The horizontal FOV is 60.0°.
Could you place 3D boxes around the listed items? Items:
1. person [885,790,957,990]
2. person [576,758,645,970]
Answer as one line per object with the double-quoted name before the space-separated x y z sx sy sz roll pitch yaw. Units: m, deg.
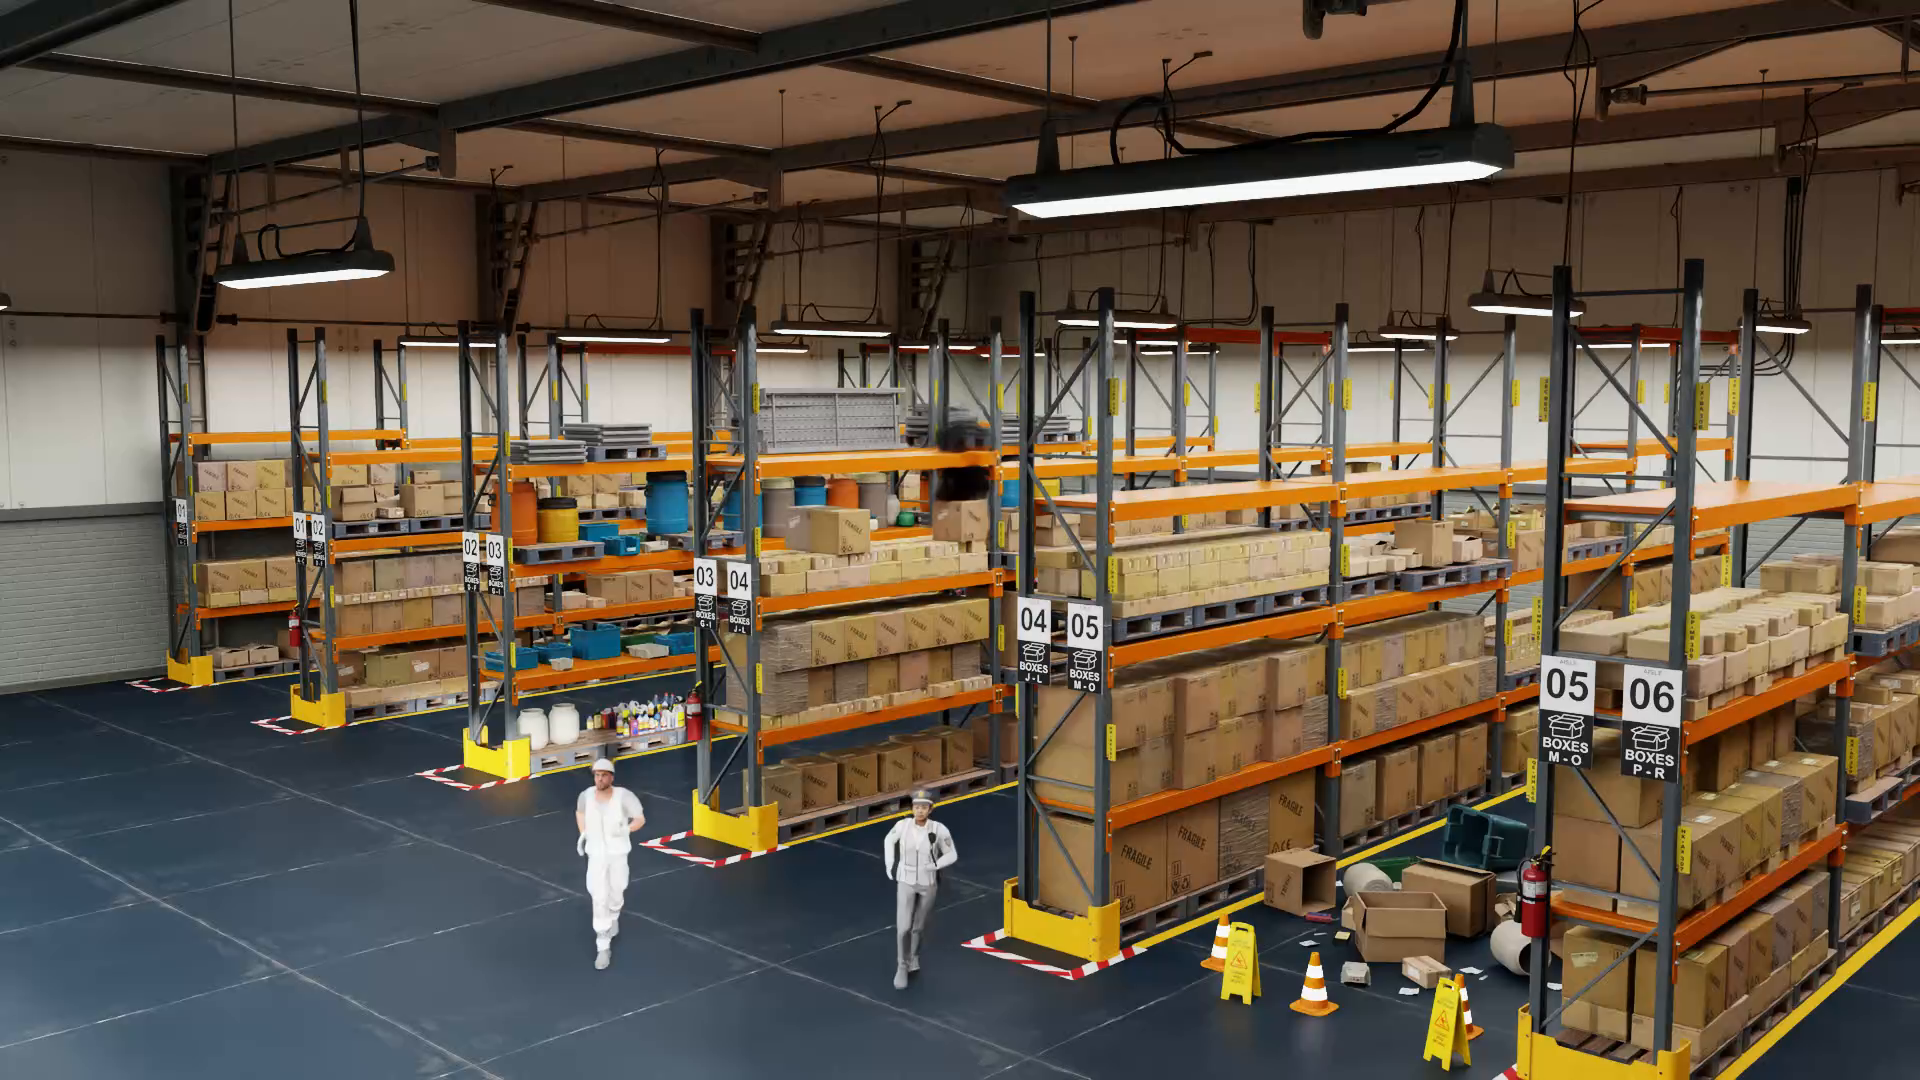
"person" -0.340 2.989 14.354 0.639 1.739 0.629 0 5 1
"person" -3.166 2.856 15.057 0.634 1.802 0.929 -1 5 -7
